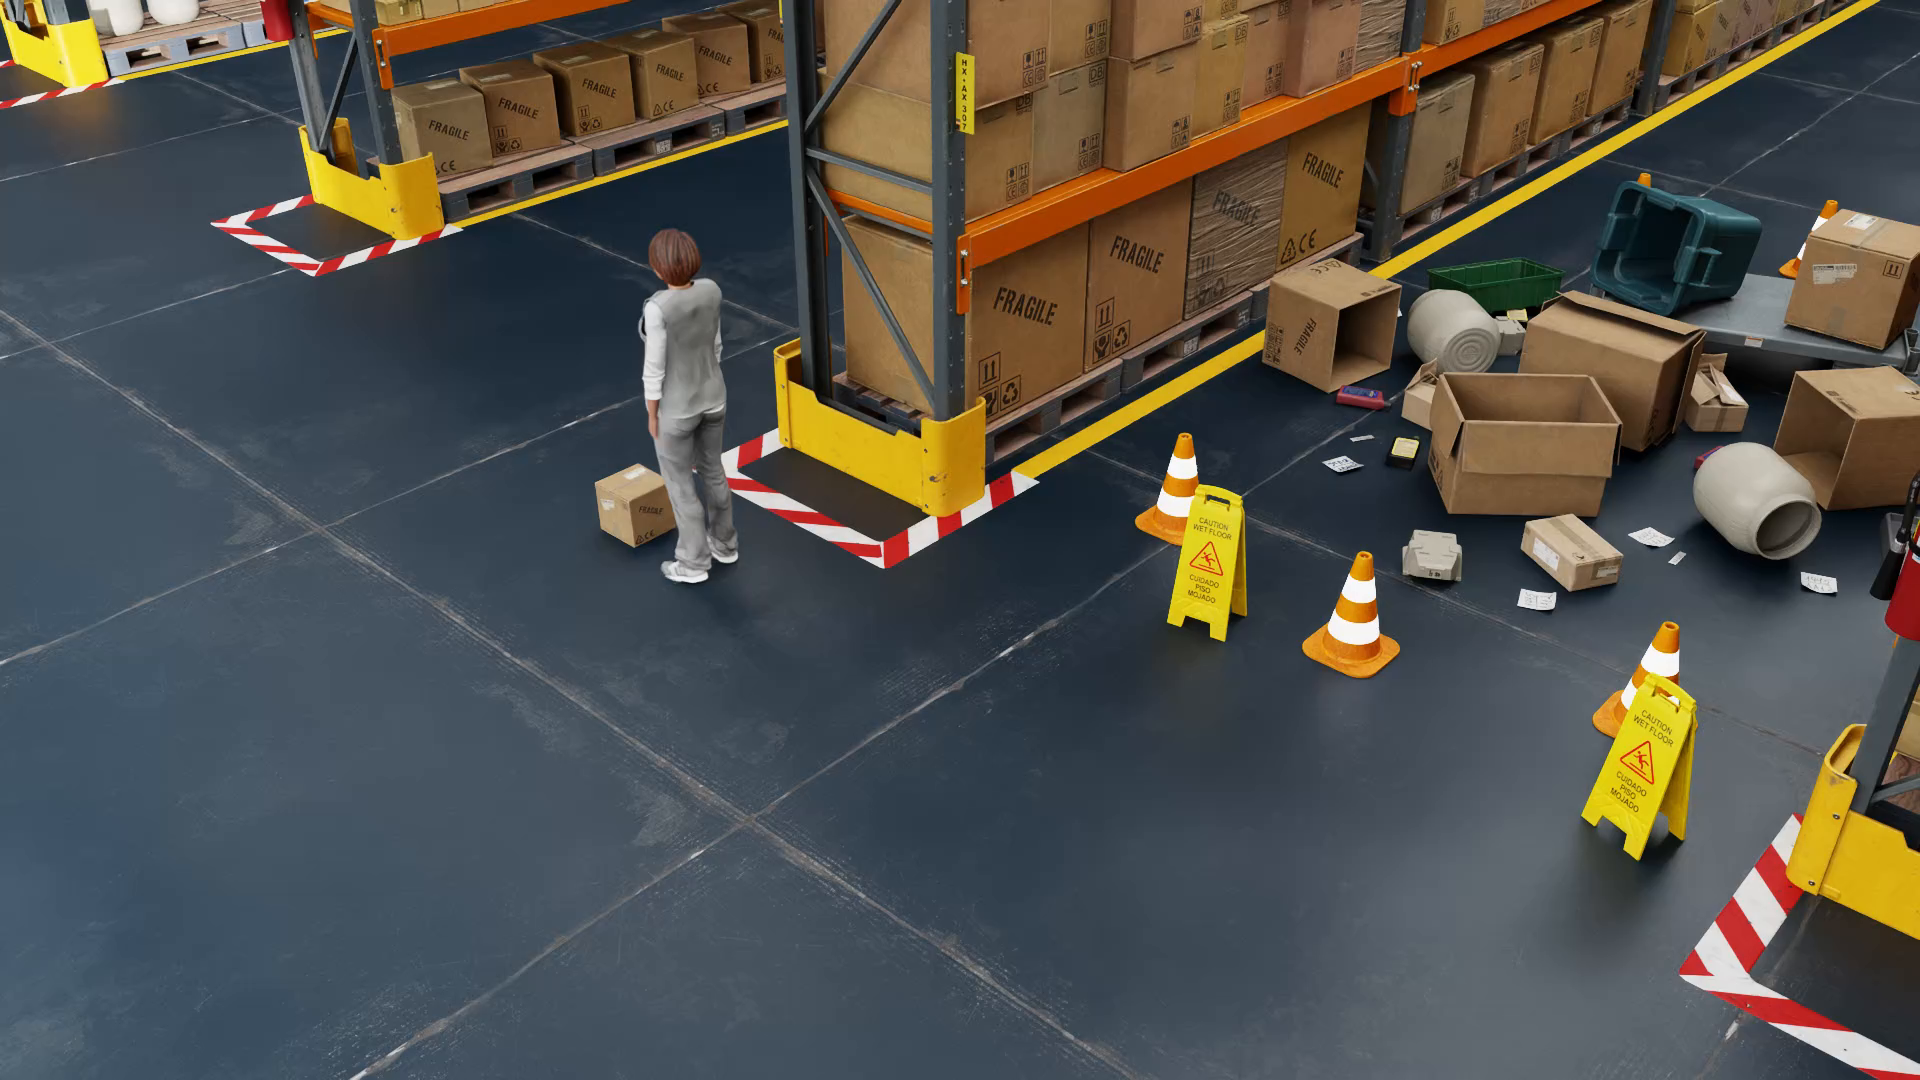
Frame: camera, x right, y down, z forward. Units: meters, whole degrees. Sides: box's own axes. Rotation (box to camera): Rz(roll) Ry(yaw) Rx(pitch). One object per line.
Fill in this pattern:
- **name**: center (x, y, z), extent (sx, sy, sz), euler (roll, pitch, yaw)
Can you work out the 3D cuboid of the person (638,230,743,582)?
- **person**: center (-1.164, -0.555, 7.050), extent (0.305, 1.604, 0.406), euler (27, 41, 36)
